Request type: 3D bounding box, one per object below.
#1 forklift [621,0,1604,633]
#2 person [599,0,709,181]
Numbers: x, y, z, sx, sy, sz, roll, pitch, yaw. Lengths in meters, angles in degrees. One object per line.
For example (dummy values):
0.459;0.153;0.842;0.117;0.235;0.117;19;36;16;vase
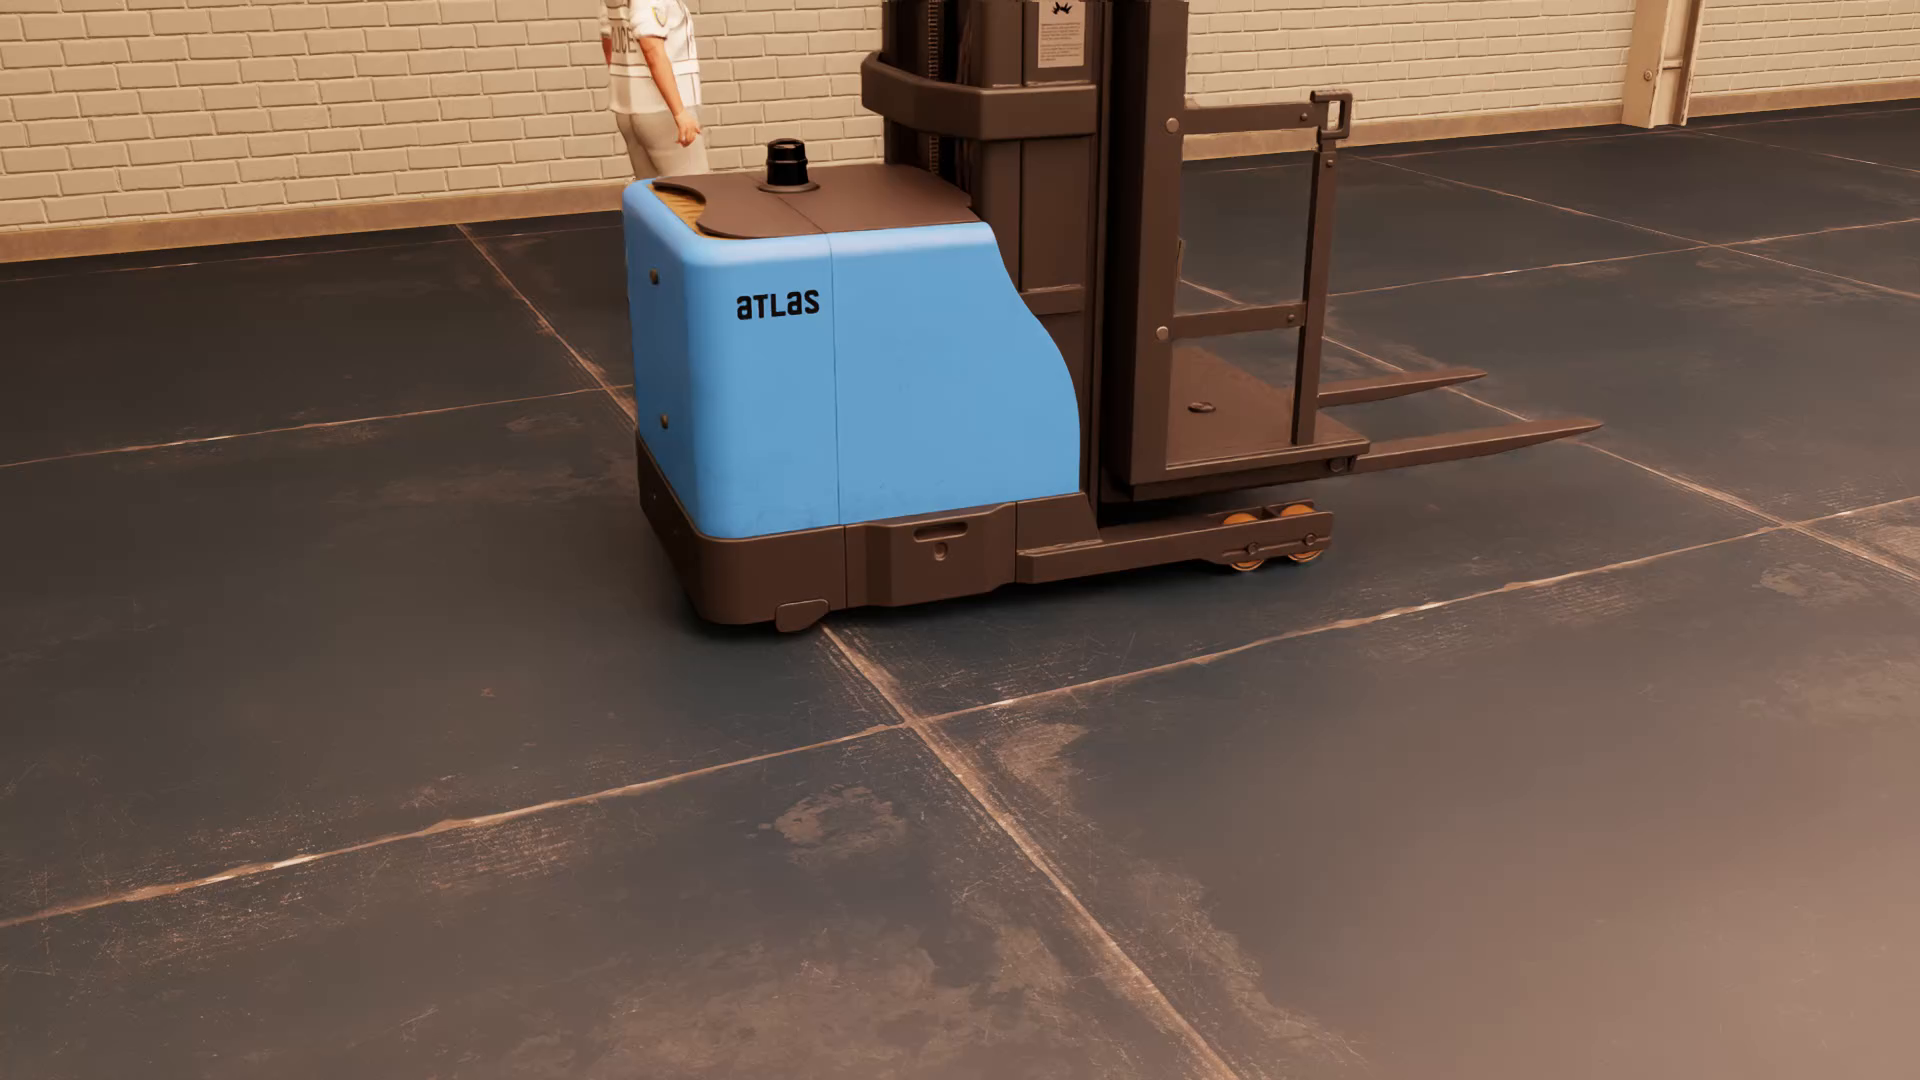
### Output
0.574;-1.443;4.760;3.031;2.935;1.130;-8;24;-19;forklift
-1.310;-1.923;7.453;0.478;1.752;0.699;-15;27;-31;person
